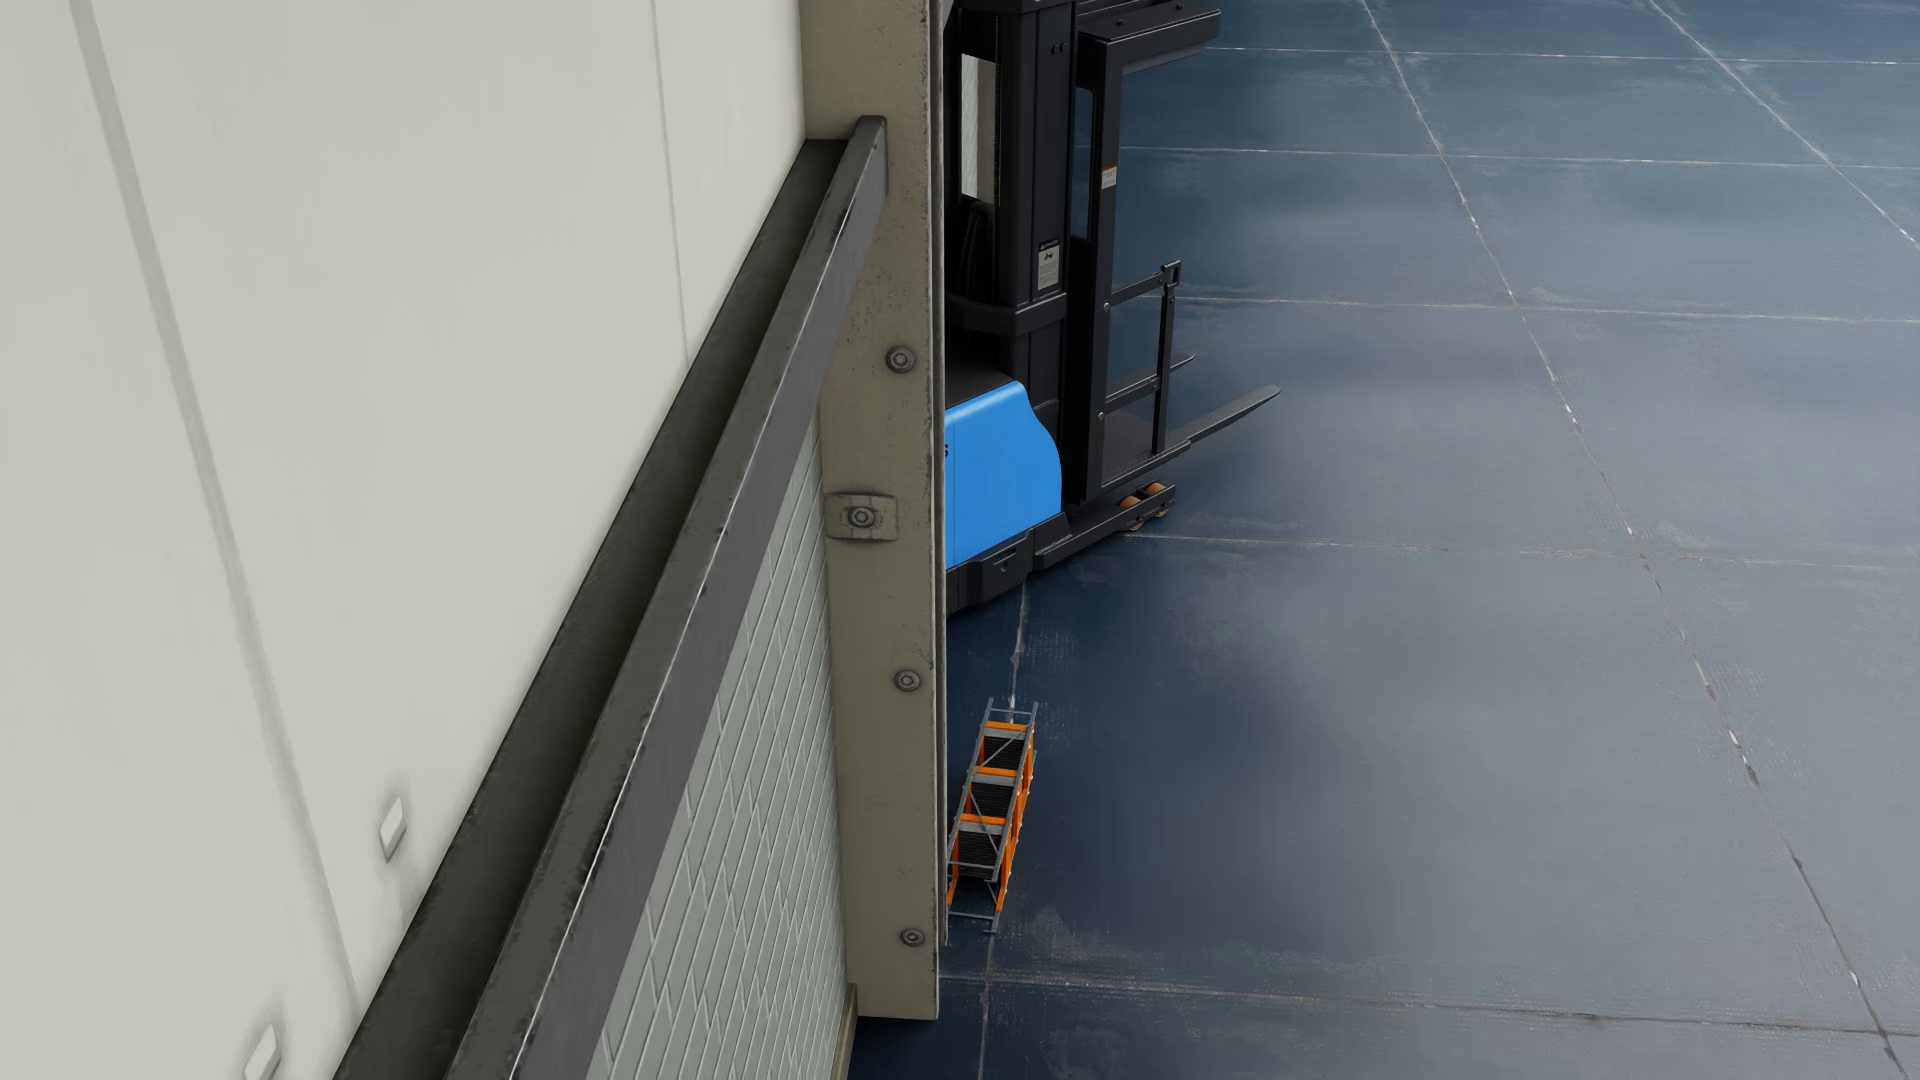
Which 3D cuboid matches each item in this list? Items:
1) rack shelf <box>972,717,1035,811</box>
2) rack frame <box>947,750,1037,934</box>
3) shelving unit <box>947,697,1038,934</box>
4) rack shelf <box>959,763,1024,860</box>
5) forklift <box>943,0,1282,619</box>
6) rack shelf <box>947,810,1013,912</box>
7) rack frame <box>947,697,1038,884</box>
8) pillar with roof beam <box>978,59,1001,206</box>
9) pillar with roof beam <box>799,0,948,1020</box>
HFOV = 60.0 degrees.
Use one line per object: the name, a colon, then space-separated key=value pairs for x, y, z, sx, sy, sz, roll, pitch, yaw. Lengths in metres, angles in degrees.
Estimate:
rack shelf: x=0.172 y=0.883 z=6.571 sx=0.215 sy=0.240 sz=0.259 roll=5 pitch=32 yaw=9
rack frame: x=0.122 y=1.128 z=6.406 sx=0.200 sy=0.008 sz=1.050 roll=5 pitch=32 yaw=9
shelving unit: x=0.122 y=1.024 z=6.342 sx=0.215 sy=0.252 sz=1.050 roll=5 pitch=32 yaw=9
rack shelf: x=0.120 y=1.030 z=6.333 sx=0.215 sy=0.240 sz=0.259 roll=5 pitch=32 yaw=9
forklift: x=0.452 y=-1.473 z=7.847 sx=3.031 sy=2.935 sz=1.130 roll=-27 pitch=40 yaw=-36
rack shelf: x=0.070 y=1.173 z=6.101 sx=0.215 sy=0.240 sz=0.259 roll=5 pitch=32 yaw=9
rack frame: x=0.122 y=0.920 z=6.278 sx=0.200 sy=0.008 sz=1.050 roll=5 pitch=32 yaw=9
pillar with roof beam: x=4.565 y=-5.273 z=8.228 sx=9.100 sy=9.000 sz=0.400 roll=2 pitch=32 yaw=4
pillar with roof beam: x=4.076 y=-2.135 z=3.137 sx=9.100 sy=9.000 sz=0.400 roll=2 pitch=32 yaw=4
